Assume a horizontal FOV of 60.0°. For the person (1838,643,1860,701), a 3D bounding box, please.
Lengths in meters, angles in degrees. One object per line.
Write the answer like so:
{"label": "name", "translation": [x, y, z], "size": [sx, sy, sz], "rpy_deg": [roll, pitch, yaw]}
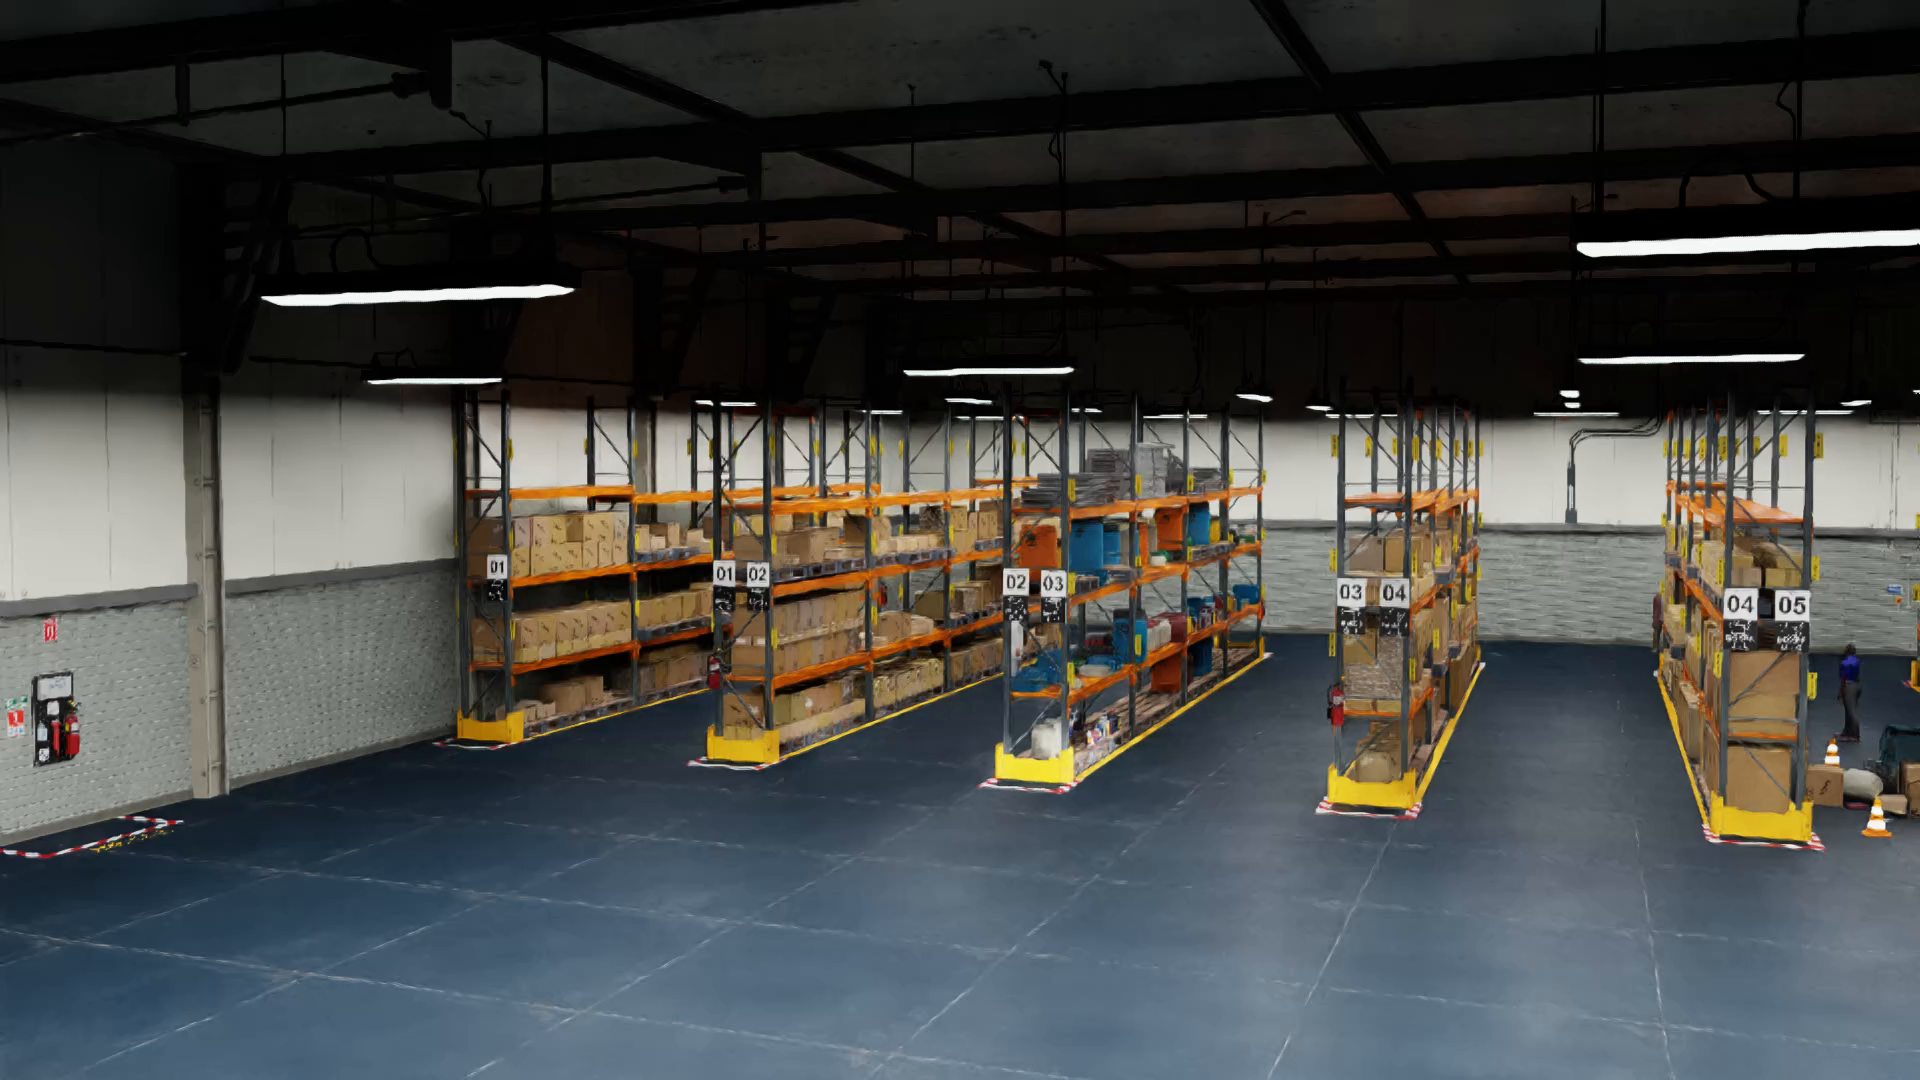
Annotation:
{"label": "person", "translation": [15.279, 2.257, 28.557], "size": [0.531, 0.986, 0.275], "rpy_deg": [-3, 4, -39]}

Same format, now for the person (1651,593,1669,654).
{"label": "person", "translation": [17.096, 1.901, 40.369], "size": [0.576, 1.712, 1.090], "rpy_deg": [2, 4, 30]}

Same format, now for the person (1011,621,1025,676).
{"label": "person", "translation": [1.207, 2.202, 34.326], "size": [0.522, 1.790, 0.652], "rpy_deg": [0, 3, 1]}
